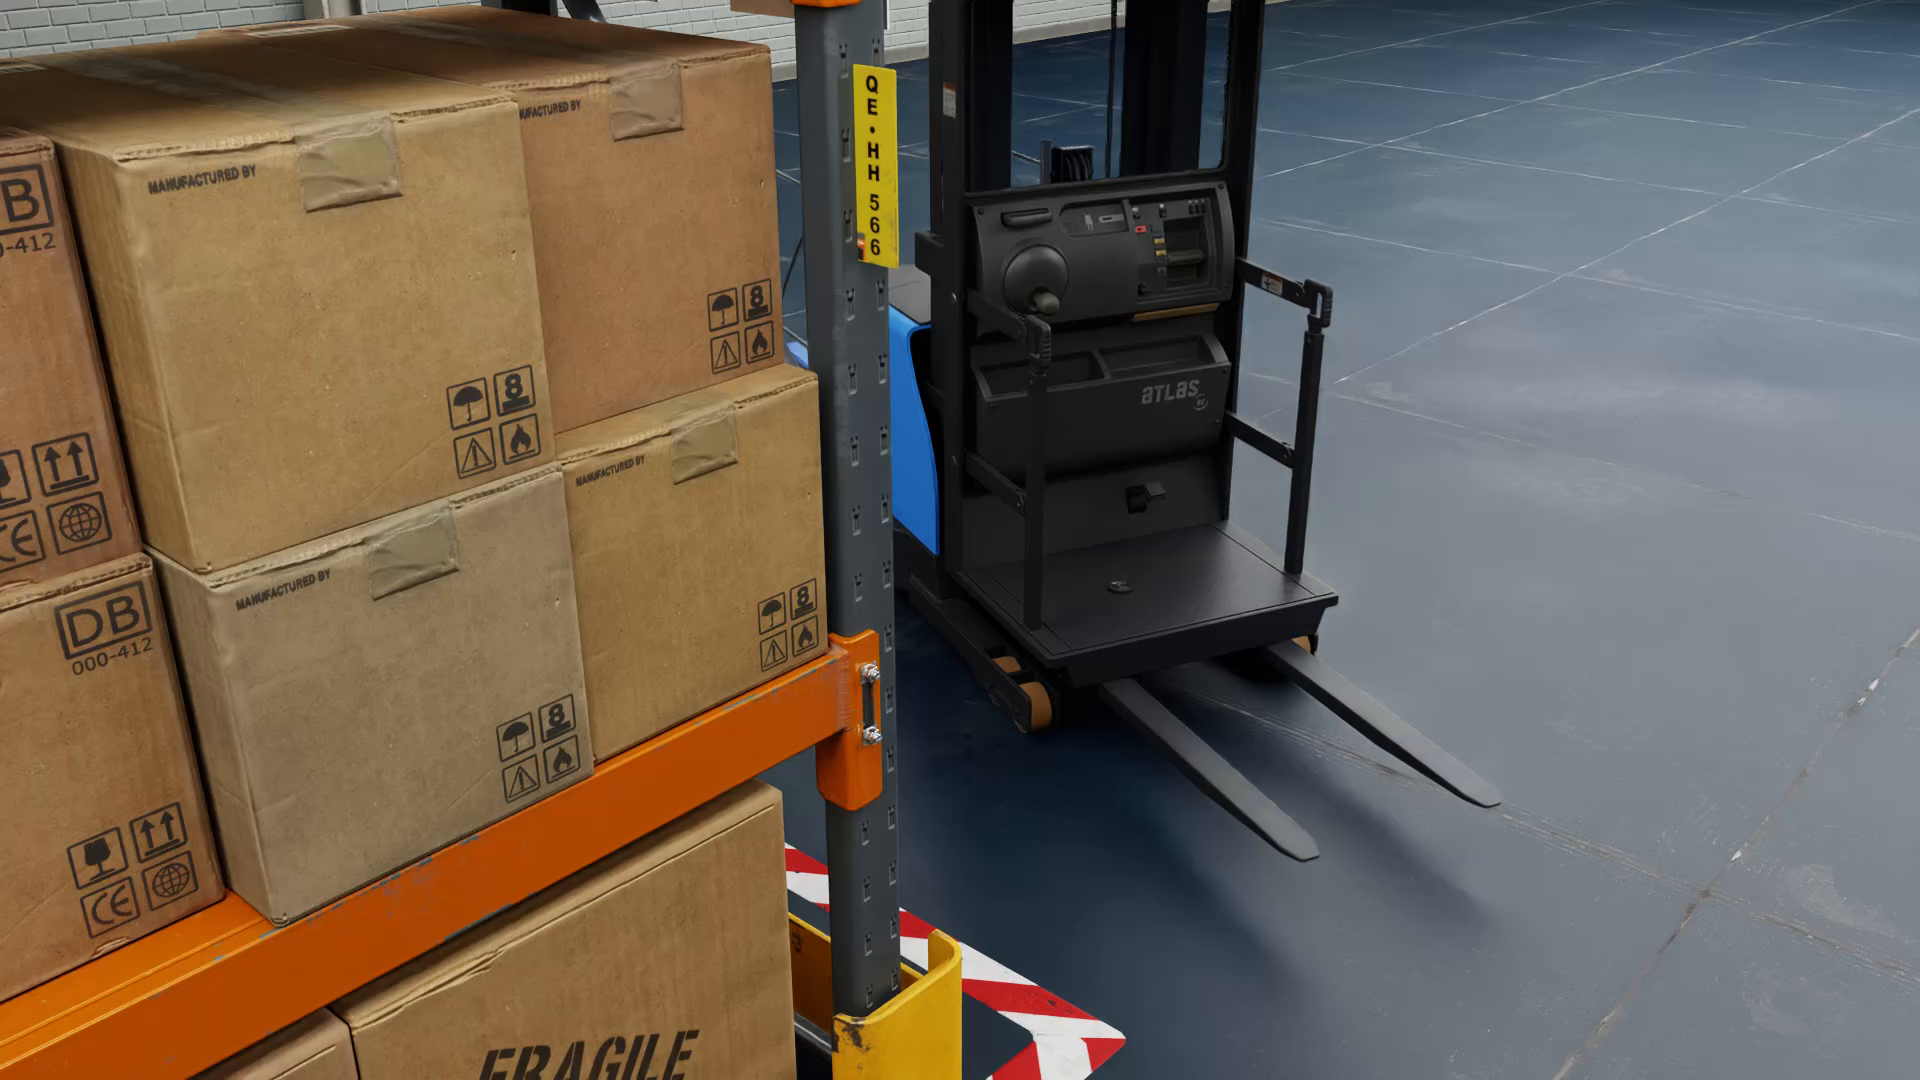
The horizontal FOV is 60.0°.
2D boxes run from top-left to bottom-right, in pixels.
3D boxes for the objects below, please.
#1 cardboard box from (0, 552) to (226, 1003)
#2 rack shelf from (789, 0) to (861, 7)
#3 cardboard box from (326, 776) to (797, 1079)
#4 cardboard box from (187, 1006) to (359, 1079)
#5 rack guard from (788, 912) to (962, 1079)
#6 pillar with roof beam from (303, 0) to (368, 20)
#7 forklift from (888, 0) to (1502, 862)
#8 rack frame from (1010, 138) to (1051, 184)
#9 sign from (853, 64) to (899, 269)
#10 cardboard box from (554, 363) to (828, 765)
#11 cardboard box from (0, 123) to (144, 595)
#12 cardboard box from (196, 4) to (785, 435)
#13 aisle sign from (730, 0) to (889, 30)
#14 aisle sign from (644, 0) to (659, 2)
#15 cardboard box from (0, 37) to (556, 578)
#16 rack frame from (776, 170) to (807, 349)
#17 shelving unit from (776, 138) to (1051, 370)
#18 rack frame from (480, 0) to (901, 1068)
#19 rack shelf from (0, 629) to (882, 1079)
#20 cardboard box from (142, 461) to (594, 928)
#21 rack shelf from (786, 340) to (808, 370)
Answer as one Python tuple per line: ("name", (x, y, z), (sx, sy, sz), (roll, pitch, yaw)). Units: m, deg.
("cardboard box", (-1.568, 0.235, 2.376), (0.875, 0.550, 0.550), (20, 31, 38))
("rack shelf", (-1.871, -0.563, 1.552), (1.077, 0.370, 4.000), (20, 31, 38))
("cardboard box", (-0.939, 0.871, 3.226), (0.875, 0.875, 0.875), (20, 31, 38))
("cardboard box", (-1.525, 1.139, 2.626), (0.875, 0.875, 0.875), (20, 31, 37))
("rack guard", (-0.520, 1.001, 3.906), (1.175, 0.500, 0.348), (20, 31, 38))
("pillar with roof beam", (-1.914, -6.231, 9.648), (9.100, 9.000, 0.400), (20, 31, 38))
("forklift", (0.567, -0.917, 5.212), (1.130, 2.935, 3.031), (-11, 26, -22))
("rack frame", (0.240, -1.005, 7.159), (0.032, 1.500, 0.500), (-12, 27, -24))
("sign", (-0.141, -0.616, 2.753), (0.100, 0.325, 0.005), (20, 31, 38))
("cardboard box", (-0.750, -0.075, 3.068), (0.875, 0.550, 0.550), (20, 31, 38))
("cardboard box", (-1.586, -0.264, 2.170), (0.875, 0.550, 0.550), (20, 31, 38))
("cardboard box", (-0.812, -0.591, 2.898), (0.875, 0.550, 0.550), (20, 31, 38))
("aisle sign", (-0.265, -1.258, 2.712), (0.394, 0.787, 0.004), (20, 31, 38))
("aisle sign", (-0.712, -1.422, 3.077), (0.394, 0.787, 0.004), (20, 31, 38))
("cardboard box", (-1.111, -0.398, 2.468), (0.875, 0.550, 0.550), (20, 31, 38))
("rack frame", (-0.670, -0.820, 6.745), (0.032, 1.500, 0.500), (-12, 27, -24))
("shelving unit", (-0.215, -0.913, 6.952), (1.048, 1.500, 0.538), (-12, 27, -24))
("rack frame", (-0.536, -0.132, 3.378), (1.000, 3.000, 0.127), (20, 31, 38))
("rack shelf", (-1.871, 0.806, 2.166), (1.077, 0.370, 4.000), (20, 31, 38))
("cardboard box", (-1.100, 0.099, 2.680), (0.875, 0.550, 0.550), (20, 31, 38))
("rack shelf", (-0.215, -0.749, 7.026), (1.000, 0.185, 0.538), (-12, 27, -24))
